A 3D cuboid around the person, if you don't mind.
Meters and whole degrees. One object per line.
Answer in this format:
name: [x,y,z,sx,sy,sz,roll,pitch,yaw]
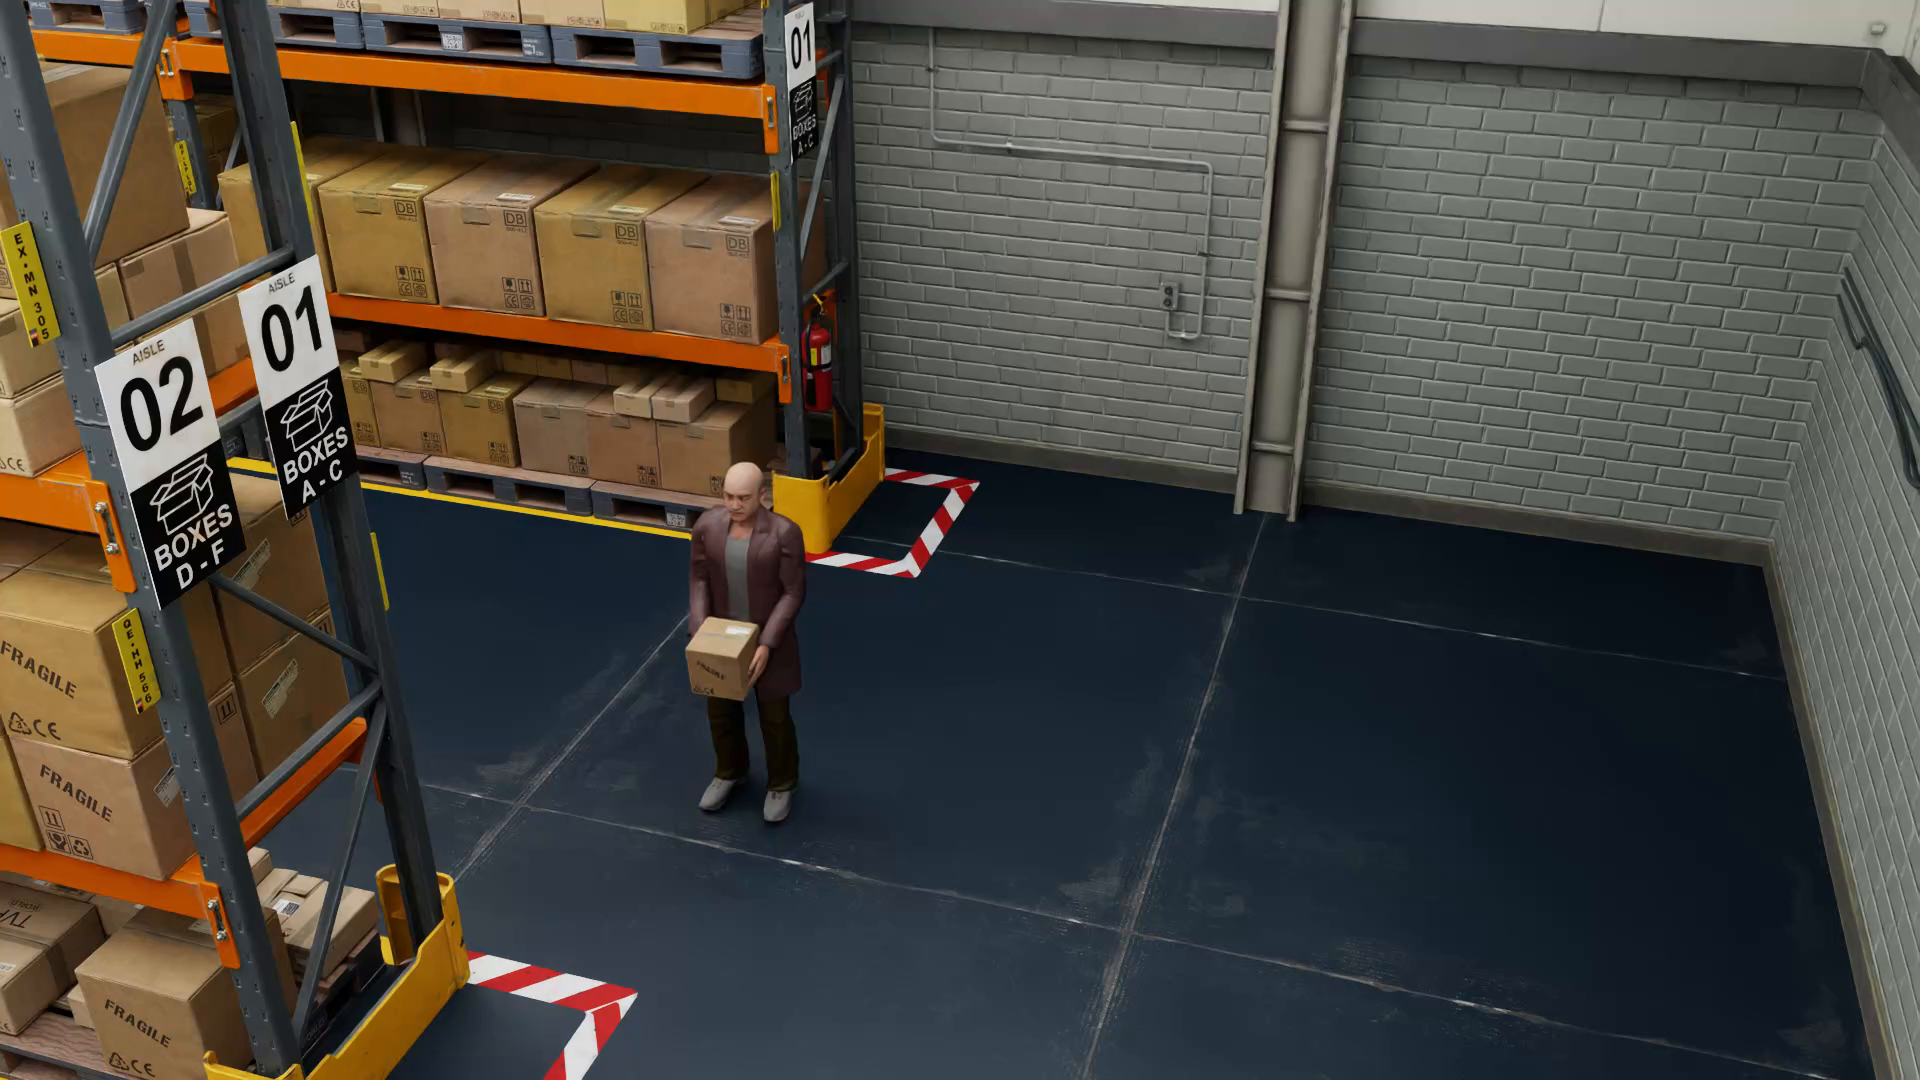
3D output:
person: [-0.992,0.493,7.626,0.566,1.782,0.499,8,30,14]
